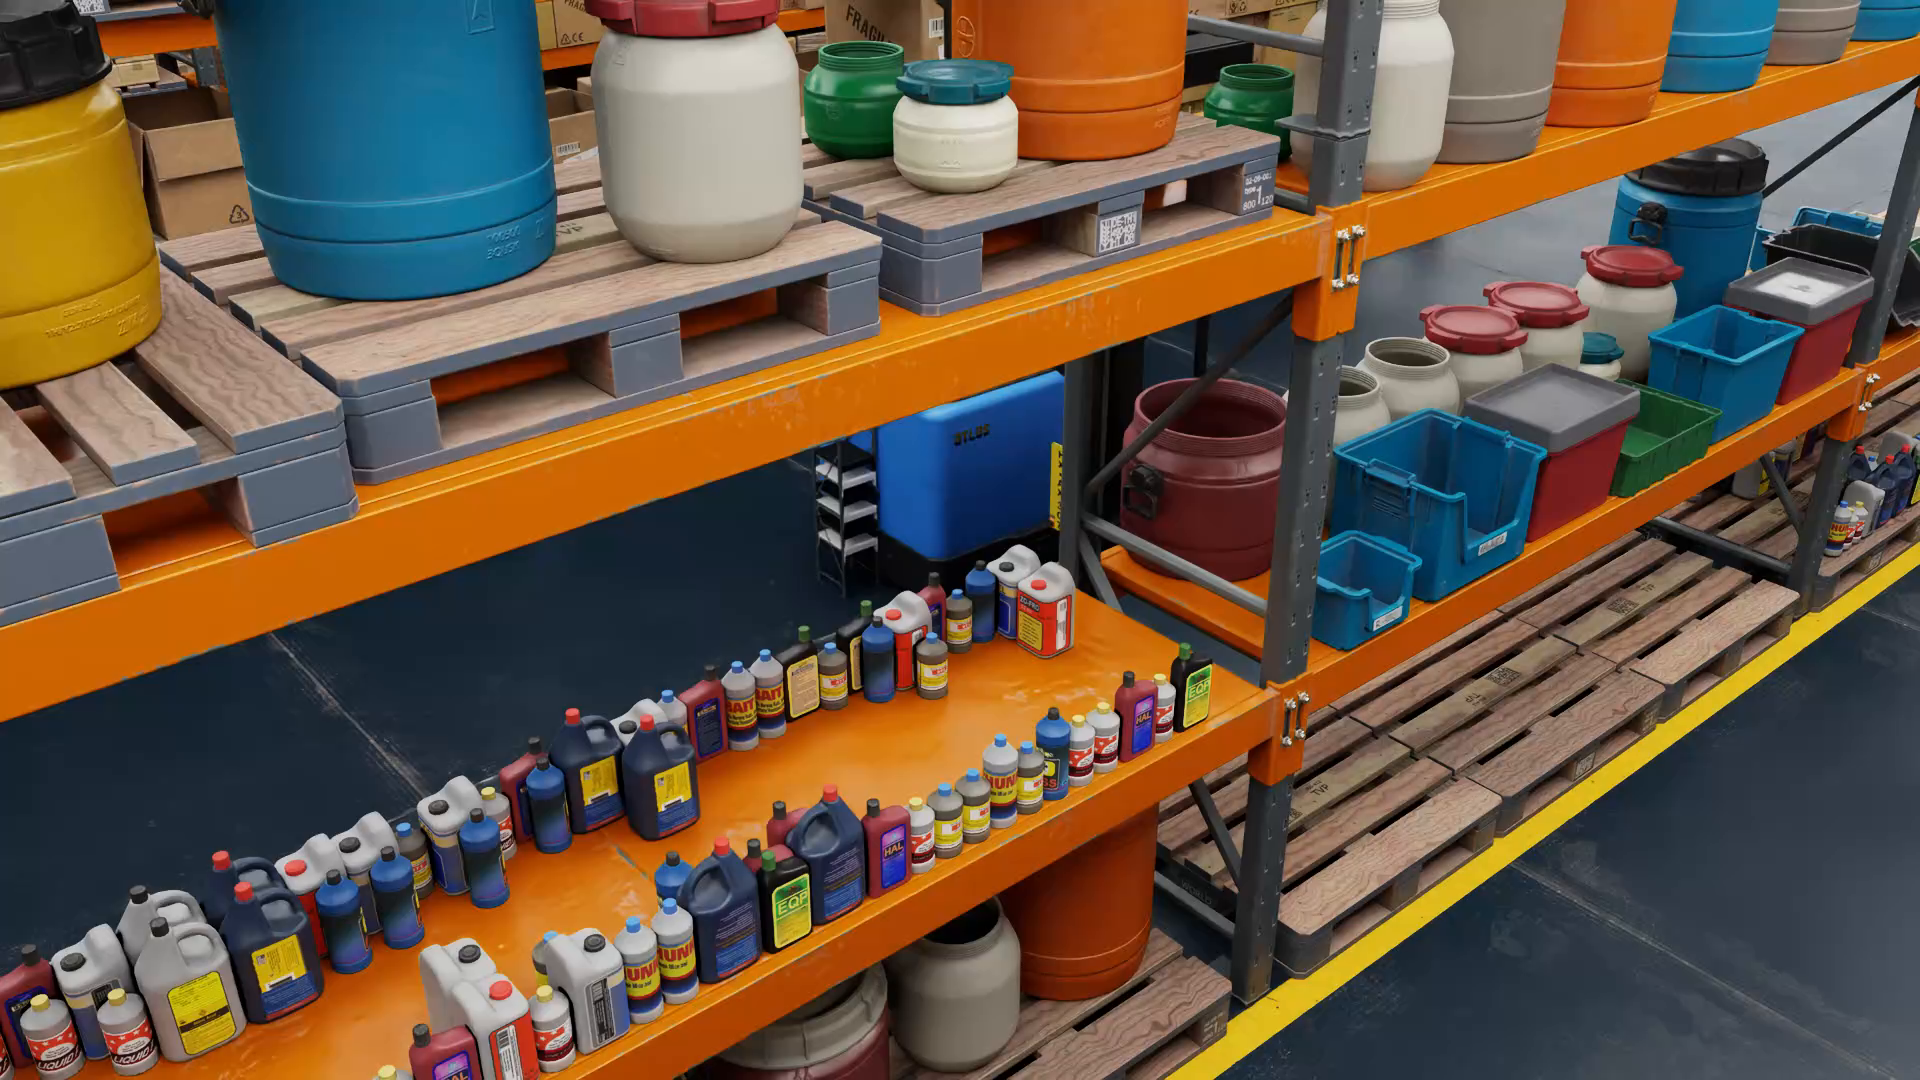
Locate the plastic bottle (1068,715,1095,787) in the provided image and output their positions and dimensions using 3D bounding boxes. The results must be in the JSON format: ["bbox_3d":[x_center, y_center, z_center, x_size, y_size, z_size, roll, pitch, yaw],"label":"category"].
[{"bbox_3d":[0.330,0.586,4.682,0.097,0.201,0.097,0,28,0],"label":"plastic bottle"}]

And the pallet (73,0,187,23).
[{"bbox_3d":[-3.808,-2.364,7.009,1.213,0.211,1.003,-20,34,-33],"label":"pallet"}]

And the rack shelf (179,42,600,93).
[{"bbox_3d":[-4.125,-3.788,13.418,4.000,0.370,1.077,-22,35,-35],"label":"rack shelf"}]

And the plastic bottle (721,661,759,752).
[{"bbox_3d":[-0.638,0.474,4.817,0.097,0.271,0.097,0,28,0],"label":"plastic bottle"}]

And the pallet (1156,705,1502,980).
[{"bbox_3d":[1.325,1.099,6.469,1.213,0.211,1.003,-22,35,-35],"label":"pallet"}]

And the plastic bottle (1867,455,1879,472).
[{"bbox_3d":[4.669,-0.308,8.572,0.097,0.271,0.097,0,28,0],"label":"plastic bottle"}]

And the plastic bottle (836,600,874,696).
[{"bbox_3d":[-0.312,0.326,5.081,0.133,0.283,0.061,-22,35,-35],"label":"plastic bottle"}]

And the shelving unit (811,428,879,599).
[{"bbox_3d":[-0.561,-0.180,8.133,0.210,0.900,0.258,-21,35,-34],"label":"shelving unit"}]

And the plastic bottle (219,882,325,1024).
[{"bbox_3d":[-1.611,0.934,3.872,0.185,0.351,0.144,-22,35,-35],"label":"plastic bottle"}]

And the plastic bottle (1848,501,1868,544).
[{"bbox_3d":[4.435,-0.094,8.245,0.097,0.201,0.097,0,28,0],"label":"plastic bottle"}]

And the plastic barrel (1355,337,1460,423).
[{"bbox_3d":[1.675,-0.477,6.342,0.421,0.512,0.421,0,28,0],"label":"plastic barrel"}]

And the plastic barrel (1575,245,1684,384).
[{"bbox_3d":[2.883,-0.977,7.252,0.433,0.535,0.433,0,28,0],"label":"plastic barrel"}]

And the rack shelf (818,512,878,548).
[{"bbox_3d":[-0.561,-0.072,8.191,0.200,0.077,0.258,-21,35,-34],"label":"rack shelf"}]

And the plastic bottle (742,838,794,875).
[{"bbox_3d":[-0.471,0.846,4.109,0.133,0.283,0.061,-22,35,-35],"label":"plastic bottle"}]

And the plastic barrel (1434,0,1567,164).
[{"bbox_3d":[1.476,-1.625,4.894,0.600,0.901,0.600,0,28,0],"label":"plastic barrel"}]

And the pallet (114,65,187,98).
[{"bbox_3d":[-6.120,-3.152,11.670,1.003,0.211,1.213,-22,35,-35],"label":"pallet"}]

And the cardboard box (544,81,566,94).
[{"bbox_3d":[-3.754,-3.394,13.859,0.750,0.750,1.050,-22,35,-35],"label":"cardboard box"}]

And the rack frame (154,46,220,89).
[{"bbox_3d":[-5.647,-3.493,12.104,0.127,3.000,1.000,-22,35,-35],"label":"rack frame"}]

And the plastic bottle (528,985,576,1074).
[{"bbox_3d":[-0.923,1.090,3.739,0.097,0.201,0.097,0,28,0],"label":"plastic bottle"}]

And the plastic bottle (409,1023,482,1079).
[{"bbox_3d":[-1.101,1.136,3.565,0.133,0.283,0.061,-22,35,-35],"label":"plastic bottle"}]

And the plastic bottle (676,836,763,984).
[{"bbox_3d":[-0.580,0.871,3.989,0.185,0.351,0.144,-22,35,-35],"label":"plastic bottle"}]

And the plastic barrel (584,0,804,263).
[{"bbox_3d":[-0.540,-0.879,3.441,0.433,0.535,0.433,0,28,0],"label":"plastic barrel"}]

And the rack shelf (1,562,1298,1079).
[{"bbox_3d":[-0.811,1.021,4.420,4.000,0.370,1.077,-22,35,-35],"label":"rack shelf"}]

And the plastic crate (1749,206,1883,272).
[{"bbox_3d":[4.419,-1.502,8.535,0.616,0.251,0.499,-22,35,-35],"label":"plastic crate"}]

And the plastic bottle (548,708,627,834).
[{"bbox_3d":[-1.008,0.602,4.493,0.185,0.351,0.144,-22,35,-35],"label":"plastic bottle"}]

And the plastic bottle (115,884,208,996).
[{"bbox_3d":[-1.846,0.939,3.862,0.185,0.351,0.144,-22,35,-35],"label":"plastic bottle"}]

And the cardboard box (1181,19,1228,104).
[{"bbox_3d":[1.324,-3.338,11.393,0.500,0.500,0.875,-22,35,-35],"label":"cardboard box"}]

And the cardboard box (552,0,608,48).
[{"bbox_3d":[-3.211,-4.351,13.603,0.500,0.500,0.500,-22,35,-35],"label":"cardboard box"}]

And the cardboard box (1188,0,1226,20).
[{"bbox_3d":[1.425,-3.724,11.053,0.500,0.500,0.500,-22,35,-35],"label":"cardboard box"}]

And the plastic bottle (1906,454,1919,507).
[{"bbox_3d":[4.933,-0.319,8.579,0.133,0.283,0.061,-20,34,-33],"label":"plastic bottle"}]

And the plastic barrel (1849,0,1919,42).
[{"bbox_3d":[3.507,-2.442,6.423,0.708,0.901,0.600,-22,35,-35],"label":"plastic barrel"}]

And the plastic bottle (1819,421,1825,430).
[{"bbox_3d":[4.878,-0.767,9.431,0.097,0.271,0.097,0,28,0],"label":"plastic bottle"}]

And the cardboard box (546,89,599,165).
[{"bbox_3d":[-2.119,-2.093,8.931,0.500,0.500,0.500,23,36,36],"label":"cardboard box"}]

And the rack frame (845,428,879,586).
[{"bbox_3d":[-0.483,-0.211,8.190,0.006,0.900,0.240,-21,35,-34],"label":"rack frame"}]

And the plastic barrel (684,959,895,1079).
[{"bbox_3d":[-0.510,1.472,4.926,0.708,0.588,0.600,-22,35,-35],"label":"plastic barrel"}]

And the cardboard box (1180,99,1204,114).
[{"bbox_3d":[1.452,-2.993,11.434,0.250,0.149,0.380,-22,35,-35],"label":"cardboard box"}]

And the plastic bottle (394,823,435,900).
[{"bbox_3d":[-1.408,0.815,4.254,0.097,0.201,0.097,0,28,0],"label":"plastic bottle"}]

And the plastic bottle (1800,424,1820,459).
[{"bbox_3d":[4.644,-0.596,9.097,0.133,0.283,0.061,-22,35,-35],"label":"plastic bottle"}]

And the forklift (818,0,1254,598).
[{"bbox_3d":[0.727,-1.542,8.526,3.031,2.935,1.130,-21,35,-34],"label":"forklift"}]

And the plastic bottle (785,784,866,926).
[{"bbox_3d":[-0.338,0.774,4.171,0.185,0.351,0.144,-22,35,-35],"label":"plastic bottle"}]

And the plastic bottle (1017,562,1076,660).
[{"bbox_3d":[0.270,0.218,5.291,0.135,0.276,0.152,-22,35,-35],"label":"plastic bottle"}]

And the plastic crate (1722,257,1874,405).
[{"bbox_3d":[3.584,-0.902,7.187,0.583,0.464,0.402,-22,35,-35],"label":"plastic crate"}]

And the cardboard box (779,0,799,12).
[{"bbox_3d":[-1.927,-5.076,14.907,0.550,0.550,0.875,-22,35,-35],"label":"cardboard box"}]

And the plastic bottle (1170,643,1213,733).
[{"bbox_3d":[0.680,0.420,4.905,0.133,0.283,0.061,-22,35,-35],"label":"plastic bottle"}]

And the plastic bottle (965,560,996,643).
[{"bbox_3d":[0.066,0.191,5.346,0.097,0.271,0.097,0,28,0],"label":"plastic bottle"}]

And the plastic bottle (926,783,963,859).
[{"bbox_3d":[-0.040,0.735,4.404,0.097,0.201,0.097,0,28,0],"label":"plastic bottle"}]

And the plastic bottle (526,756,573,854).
[{"bbox_3d":[-1.091,0.694,4.406,0.097,0.271,0.097,0,28,0],"label":"plastic bottle"}]

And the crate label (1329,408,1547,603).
[{"bbox_3d":[1.642,-0.130,5.774,0.616,0.435,0.502,-22,35,-35],"label":"crate label"}]
